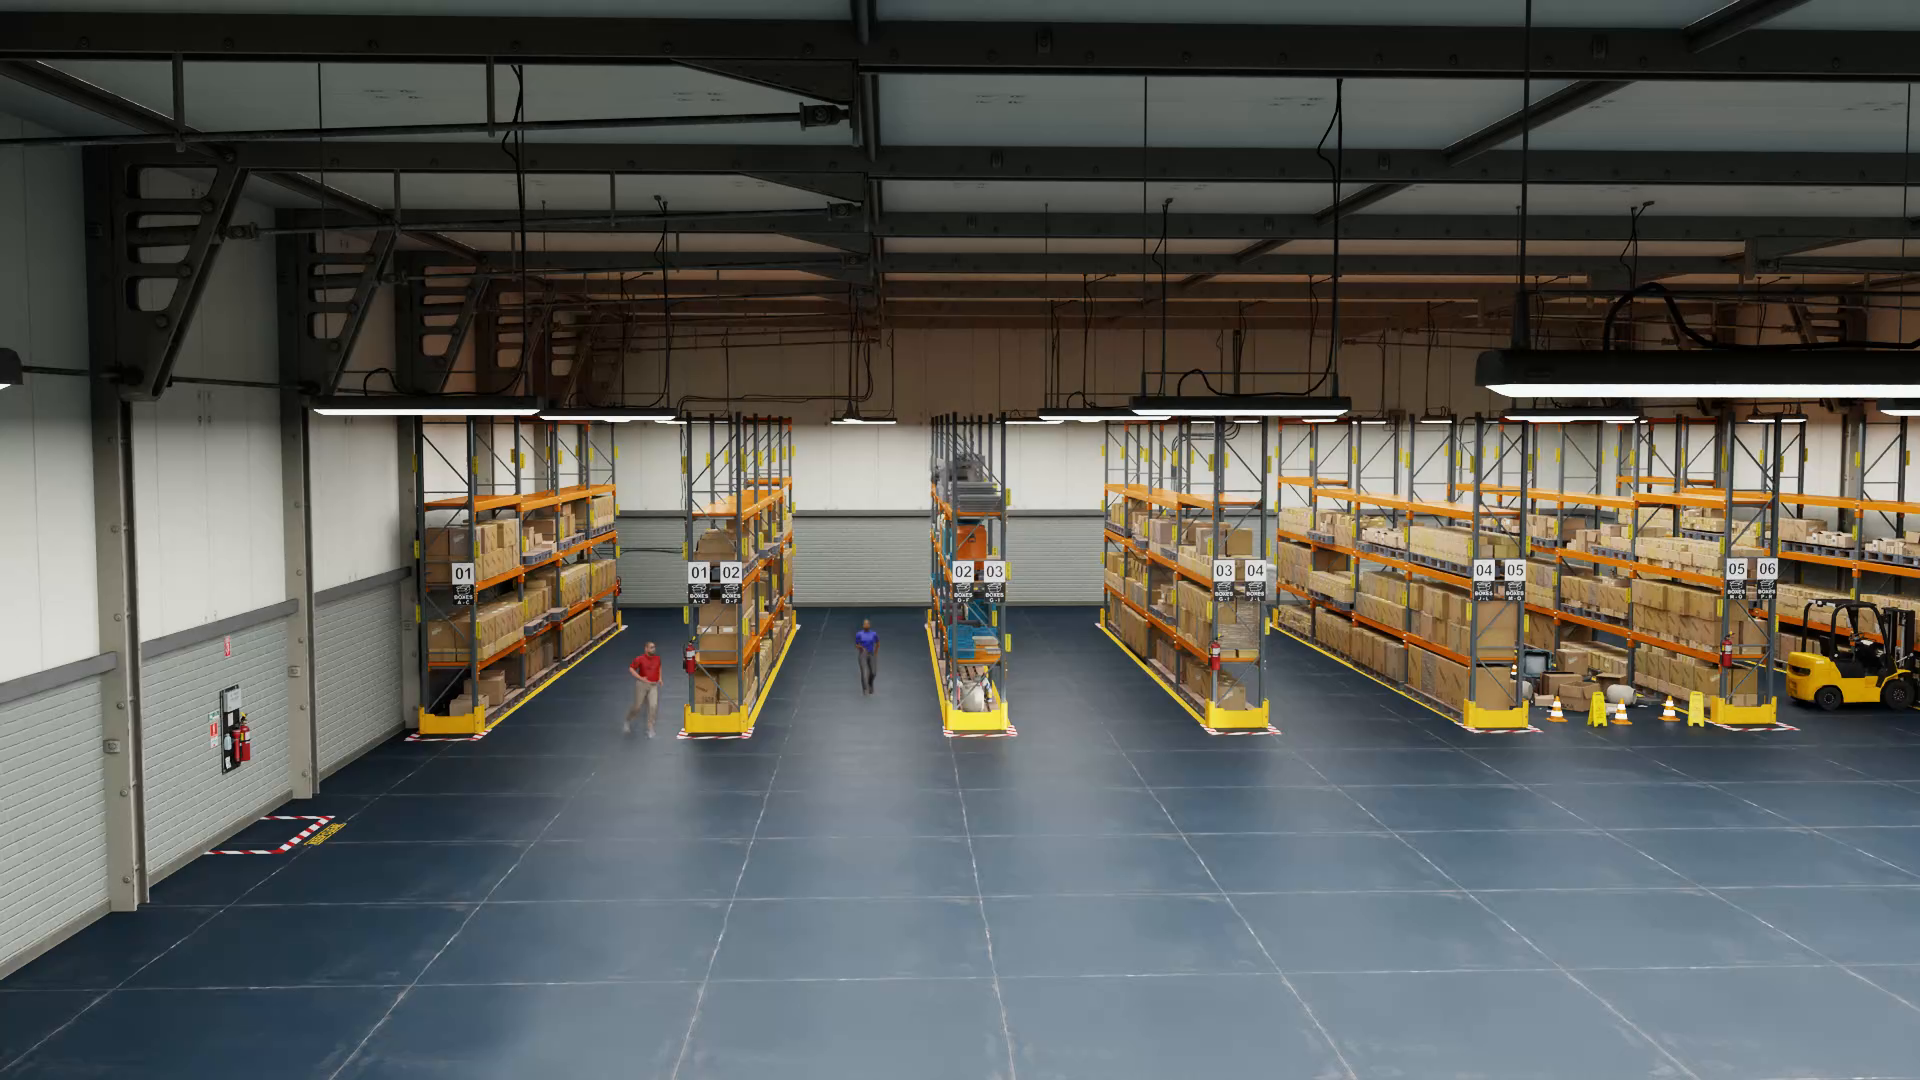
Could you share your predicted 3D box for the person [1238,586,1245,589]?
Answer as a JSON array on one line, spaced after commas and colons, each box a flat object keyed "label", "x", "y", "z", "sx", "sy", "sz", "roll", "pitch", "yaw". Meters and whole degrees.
[{"label": "person", "x": 7.850, "y": 1.597, "z": 48.150, "sx": 0.835, "sy": 1.710, "sz": 0.671, "roll": 2, "pitch": 5, "yaw": 31}]

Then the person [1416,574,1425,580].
[{"label": "person", "x": 13.700, "y": 1.611, "z": 49.331, "sx": 0.595, "sy": 1.552, "sz": 0.573, "roll": 0, "pitch": 4, "yaw": 7}]

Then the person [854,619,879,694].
[{"label": "person", "x": -1.957, "y": 2.544, "z": 35.357, "sx": 0.563, "sy": 1.527, "sz": 0.565, "roll": -1, "pitch": 4, "yaw": -11}]

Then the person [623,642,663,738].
[{"label": "person", "x": -5.807, "y": 2.760, "z": 30.925, "sx": 0.737, "sy": 1.716, "sz": 0.965, "roll": -3, "pitch": 5, "yaw": -36}]
